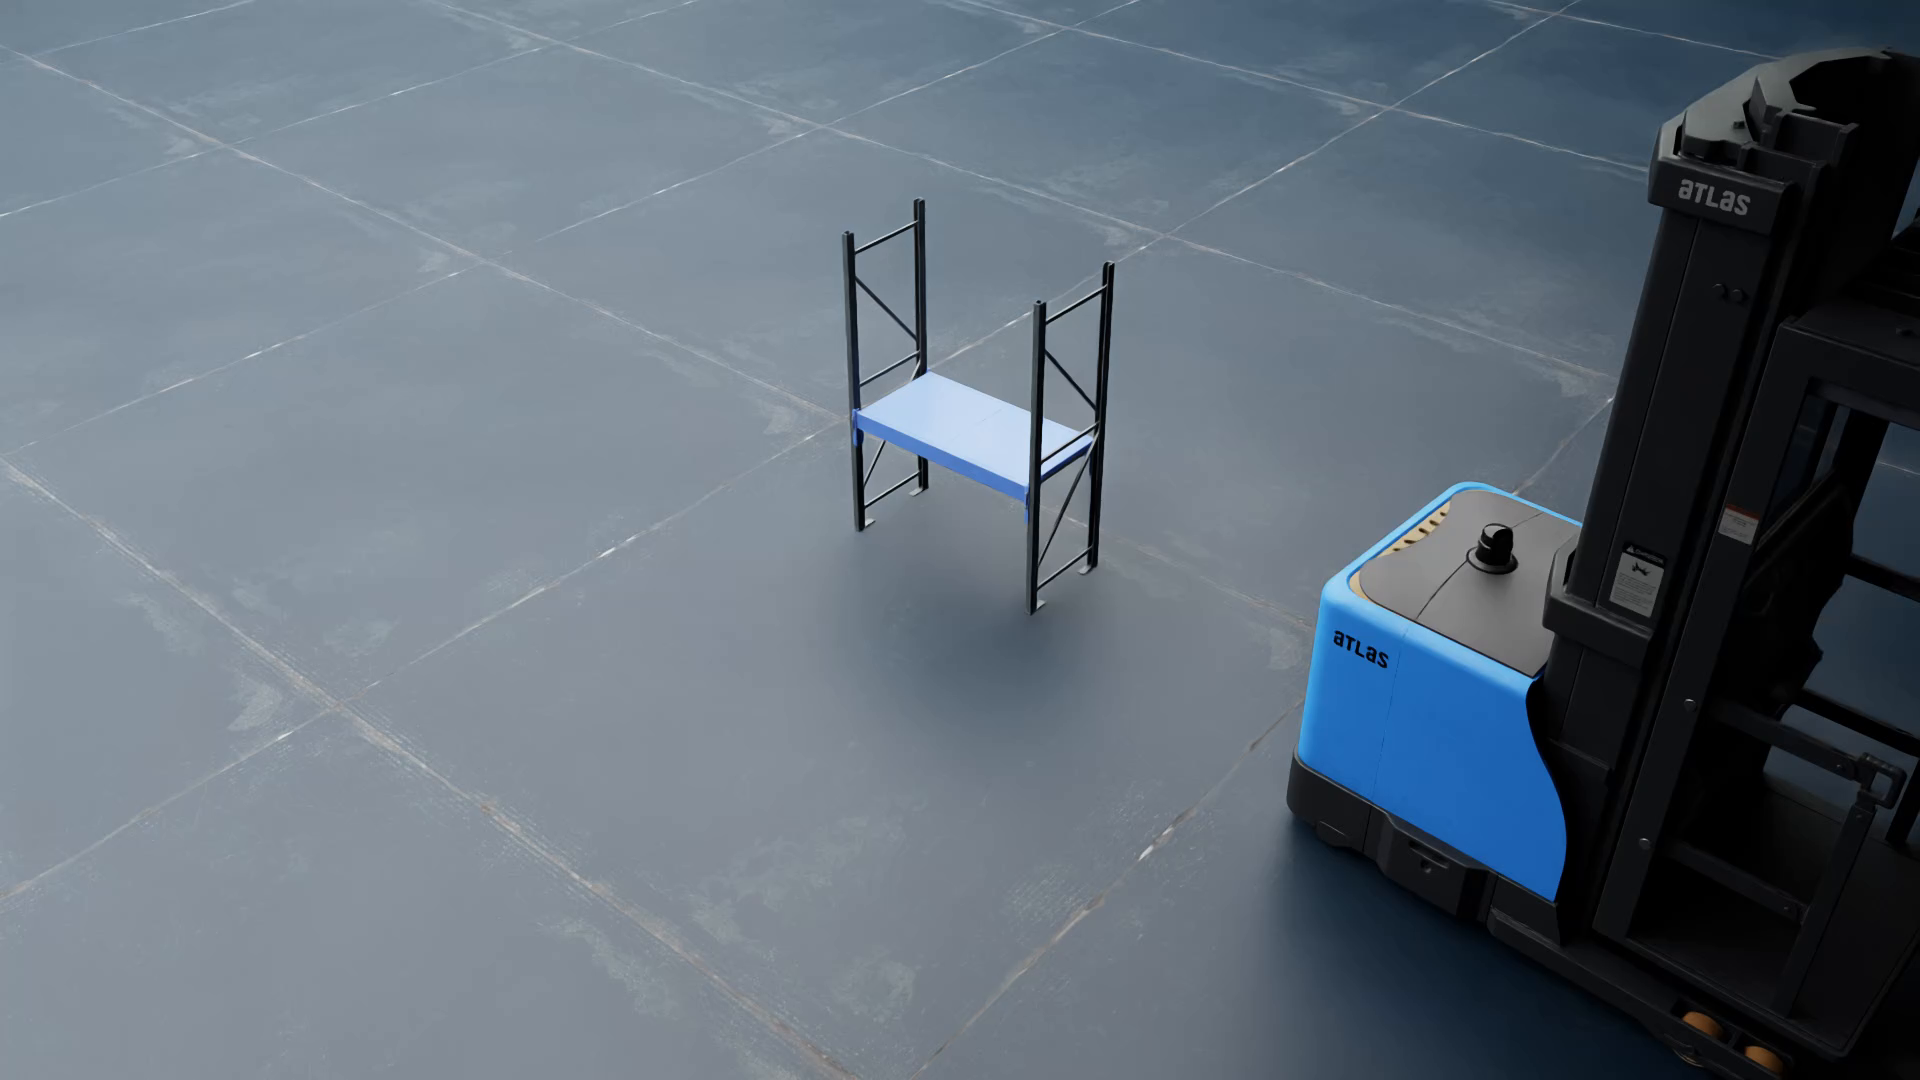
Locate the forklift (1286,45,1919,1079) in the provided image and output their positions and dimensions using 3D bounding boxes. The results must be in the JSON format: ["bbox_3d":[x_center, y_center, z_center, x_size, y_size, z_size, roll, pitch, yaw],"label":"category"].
[{"bbox_3d":[2.632,0.208,4.859,3.031,2.935,1.130,28,43,35],"label":"forklift"}]

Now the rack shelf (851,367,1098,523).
[{"bbox_3d":[0.066,-0.439,7.382,1.000,0.185,0.538,25,42,32],"label":"rack shelf"}]

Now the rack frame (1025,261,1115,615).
[{"bbox_3d":[0.456,-0.403,7.012,0.032,1.500,0.500,25,42,32],"label":"rack frame"}]

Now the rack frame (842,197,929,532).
[{"bbox_3d":[-0.325,-0.771,7.549,0.032,1.500,0.500,25,42,32],"label":"rack frame"}]

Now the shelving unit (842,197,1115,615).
[{"bbox_3d":[0.066,-0.587,7.280,1.048,1.500,0.538,25,42,32],"label":"shelving unit"}]
